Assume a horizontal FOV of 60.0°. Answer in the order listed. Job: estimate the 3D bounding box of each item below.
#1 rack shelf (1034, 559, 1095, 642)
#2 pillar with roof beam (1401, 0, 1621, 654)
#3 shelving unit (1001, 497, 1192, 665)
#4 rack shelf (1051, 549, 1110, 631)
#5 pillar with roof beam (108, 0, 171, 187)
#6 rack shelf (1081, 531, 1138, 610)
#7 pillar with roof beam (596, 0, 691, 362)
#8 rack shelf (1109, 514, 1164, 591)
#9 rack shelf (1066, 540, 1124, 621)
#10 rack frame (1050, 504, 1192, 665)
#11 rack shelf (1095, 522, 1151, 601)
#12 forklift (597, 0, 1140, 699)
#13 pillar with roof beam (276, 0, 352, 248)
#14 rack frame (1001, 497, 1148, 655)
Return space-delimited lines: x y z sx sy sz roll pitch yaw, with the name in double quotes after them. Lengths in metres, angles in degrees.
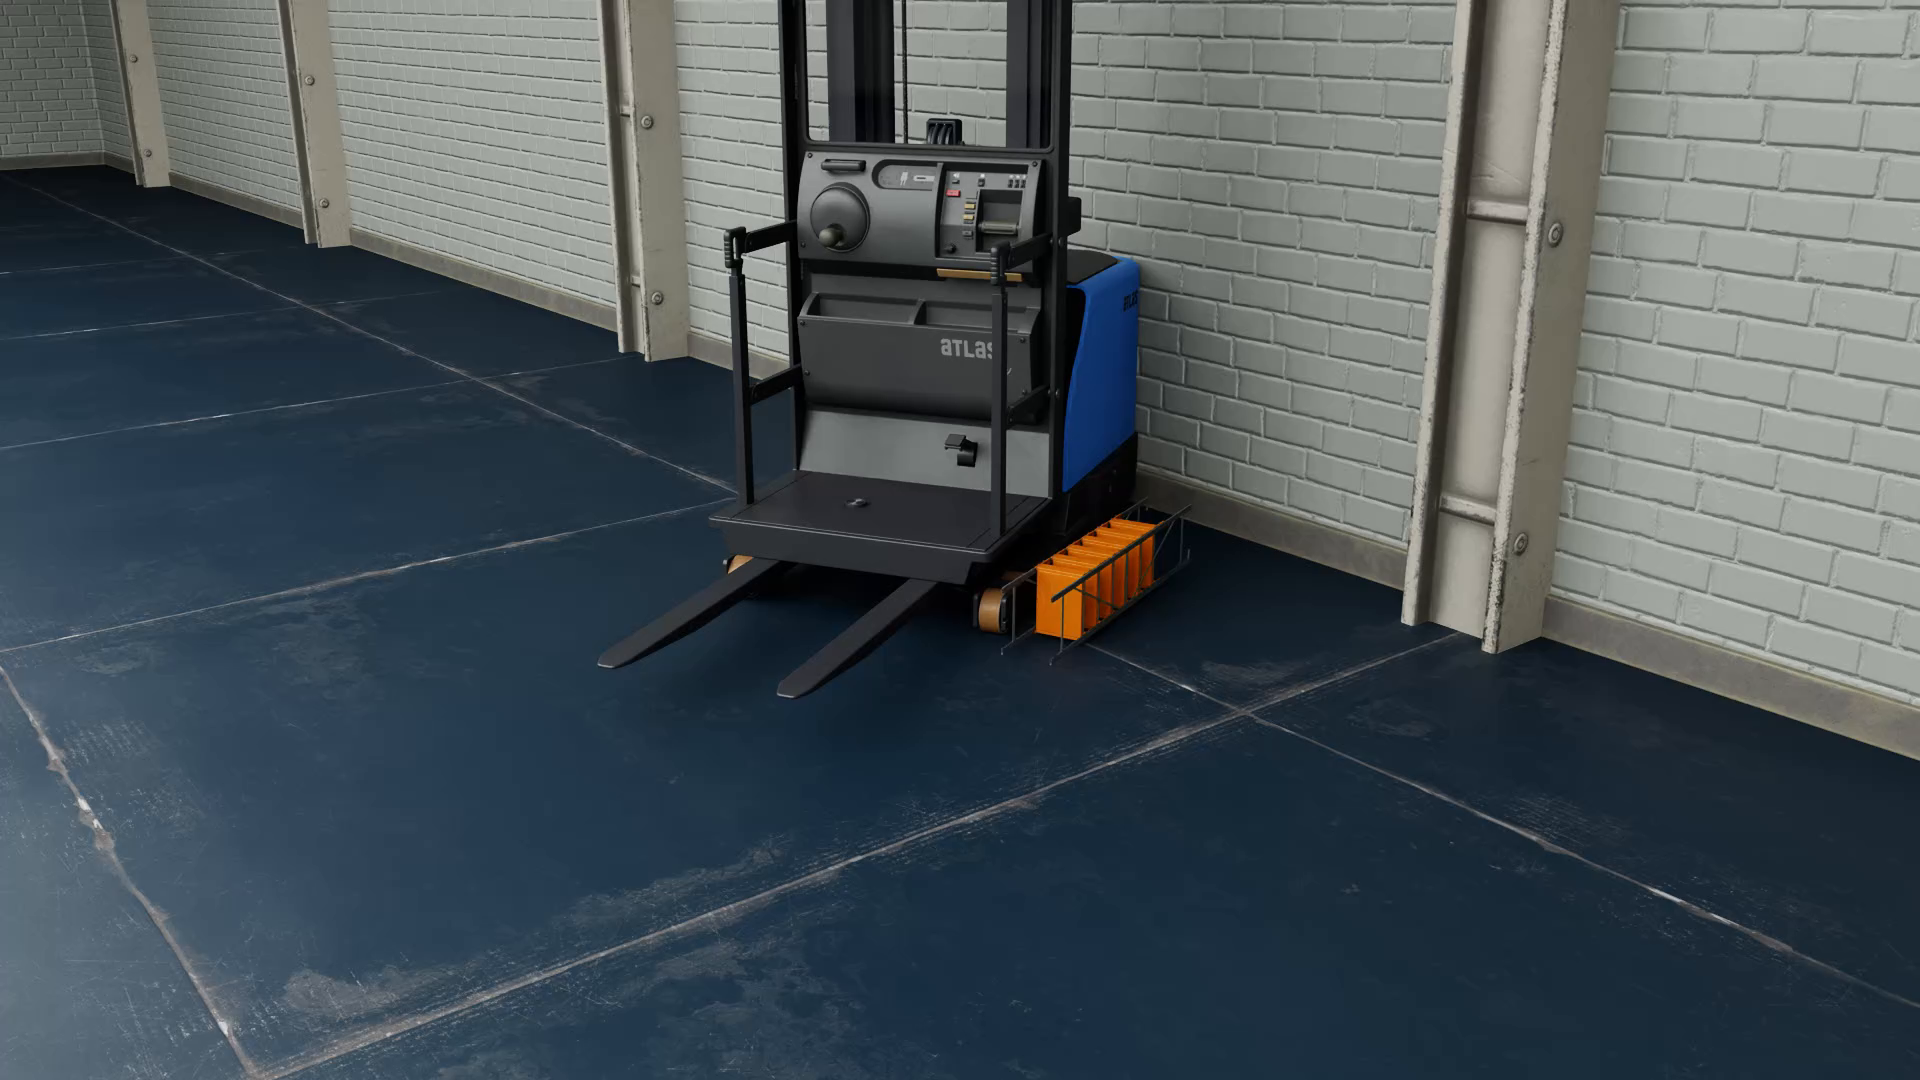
0.362 0.209 5.762 0.180 0.258 0.103 10 21 28 "rack shelf"
-1.550 -3.120 1.969 9.100 9.000 0.400 -14 23 -36 "pillar with roof beam"
0.519 0.123 6.022 0.189 0.258 1.200 10 21 28 "shelving unit"
0.422 0.177 5.861 0.180 0.258 0.103 10 21 28 "rack shelf"
-12.726 -7.555 15.364 9.100 9.000 0.400 -14 23 -36 "pillar with roof beam"
0.541 0.111 6.059 0.180 0.258 0.103 10 21 28 "rack shelf"
-5.275 -4.598 6.434 9.100 9.000 0.400 -14 23 -36 "pillar with roof beam"
0.660 0.046 6.257 0.180 0.258 0.103 10 21 28 "rack shelf"
0.481 0.144 5.960 0.180 0.258 0.103 10 21 28 "rack shelf"
0.598 0.137 5.979 0.006 0.240 1.200 10 21 28 "rack frame"
0.600 0.078 6.158 0.180 0.258 0.103 10 21 28 "rack shelf"
-0.231 -1.207 5.845 1.130 2.935 3.031 7 20 20 "forklift"
-9.001 -6.077 10.899 9.100 9.000 0.400 -14 23 -36 "pillar with roof beam"
0.439 0.109 6.065 0.006 0.240 1.200 10 21 28 "rack frame"
